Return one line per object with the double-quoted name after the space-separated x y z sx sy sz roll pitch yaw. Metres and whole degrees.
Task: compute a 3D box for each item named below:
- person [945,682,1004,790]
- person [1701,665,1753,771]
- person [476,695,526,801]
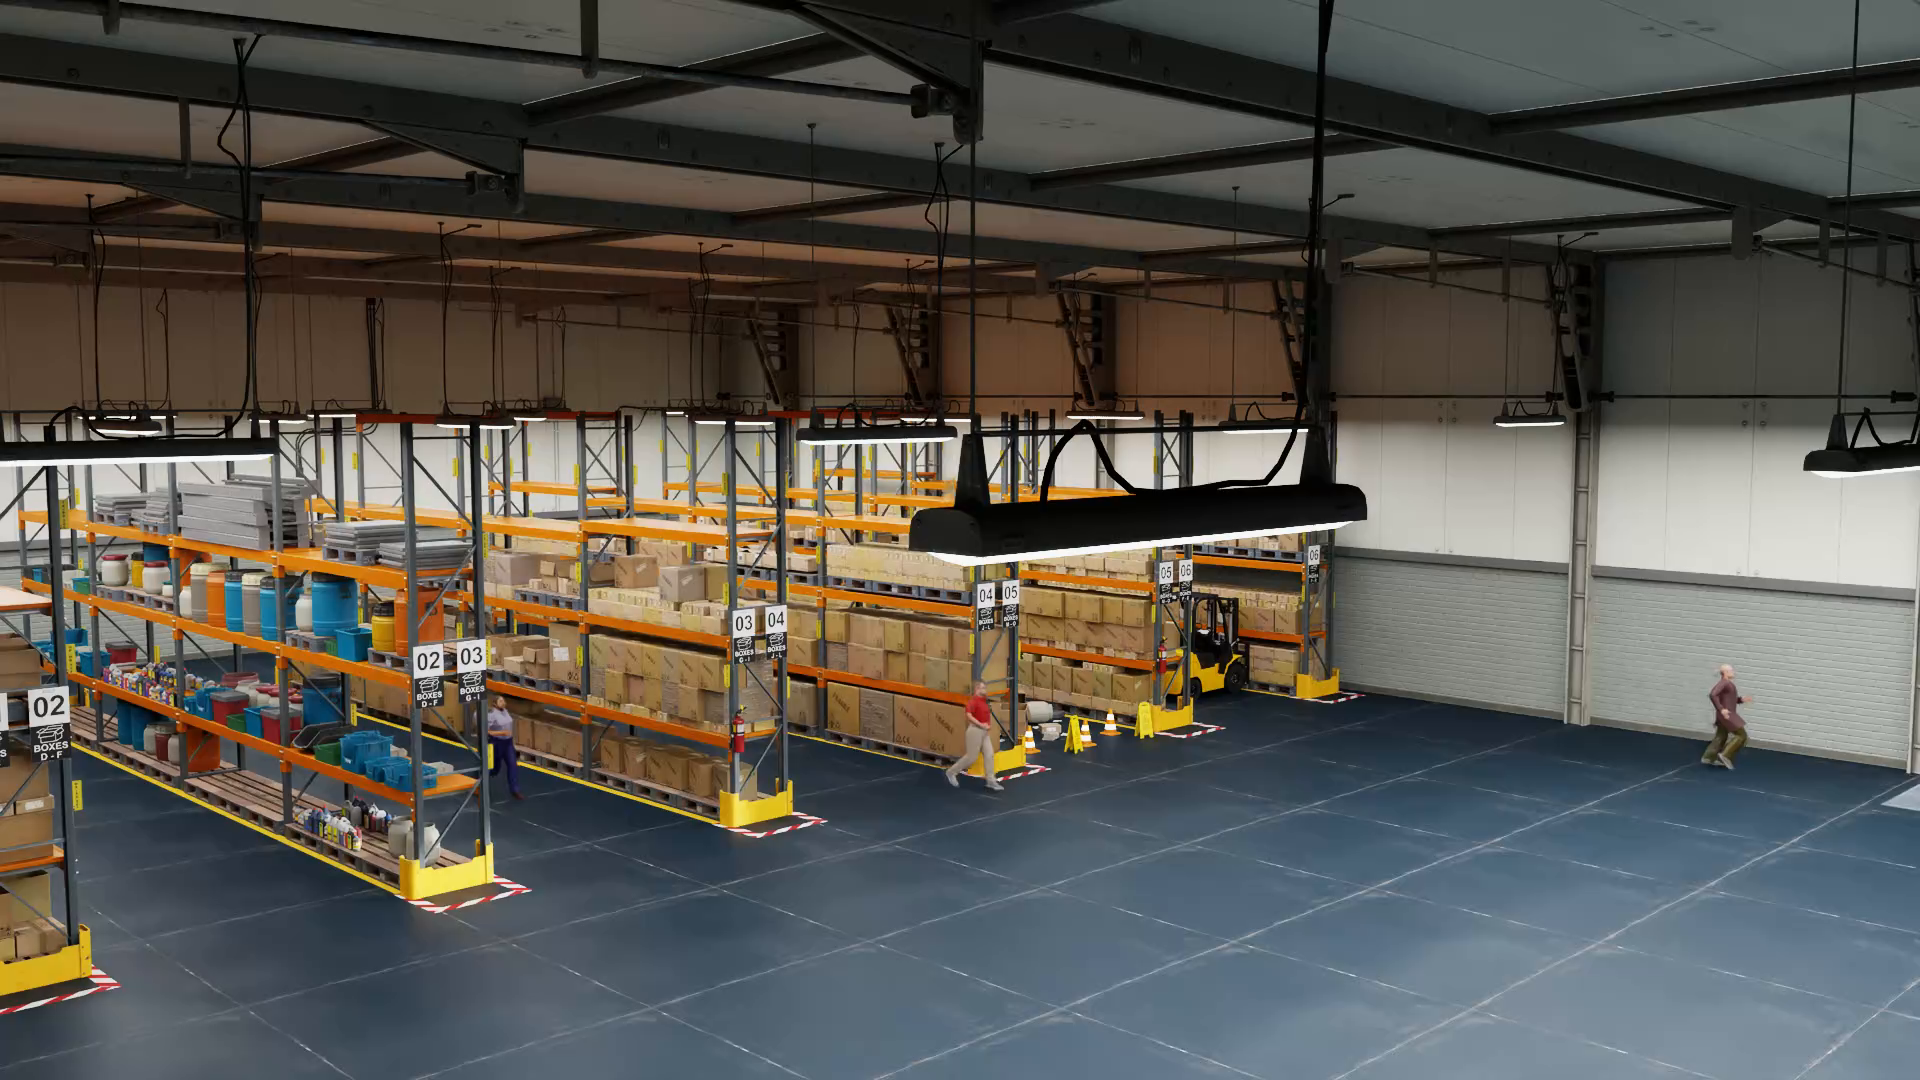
0.313 3.144 26.865 0.974 1.700 0.735 2 5 22 "person"
12.995 3.007 28.155 0.773 1.800 0.673 2 5 19 "person"
-7.209 3.240 26.052 0.924 1.641 0.606 3 6 30 "person"
